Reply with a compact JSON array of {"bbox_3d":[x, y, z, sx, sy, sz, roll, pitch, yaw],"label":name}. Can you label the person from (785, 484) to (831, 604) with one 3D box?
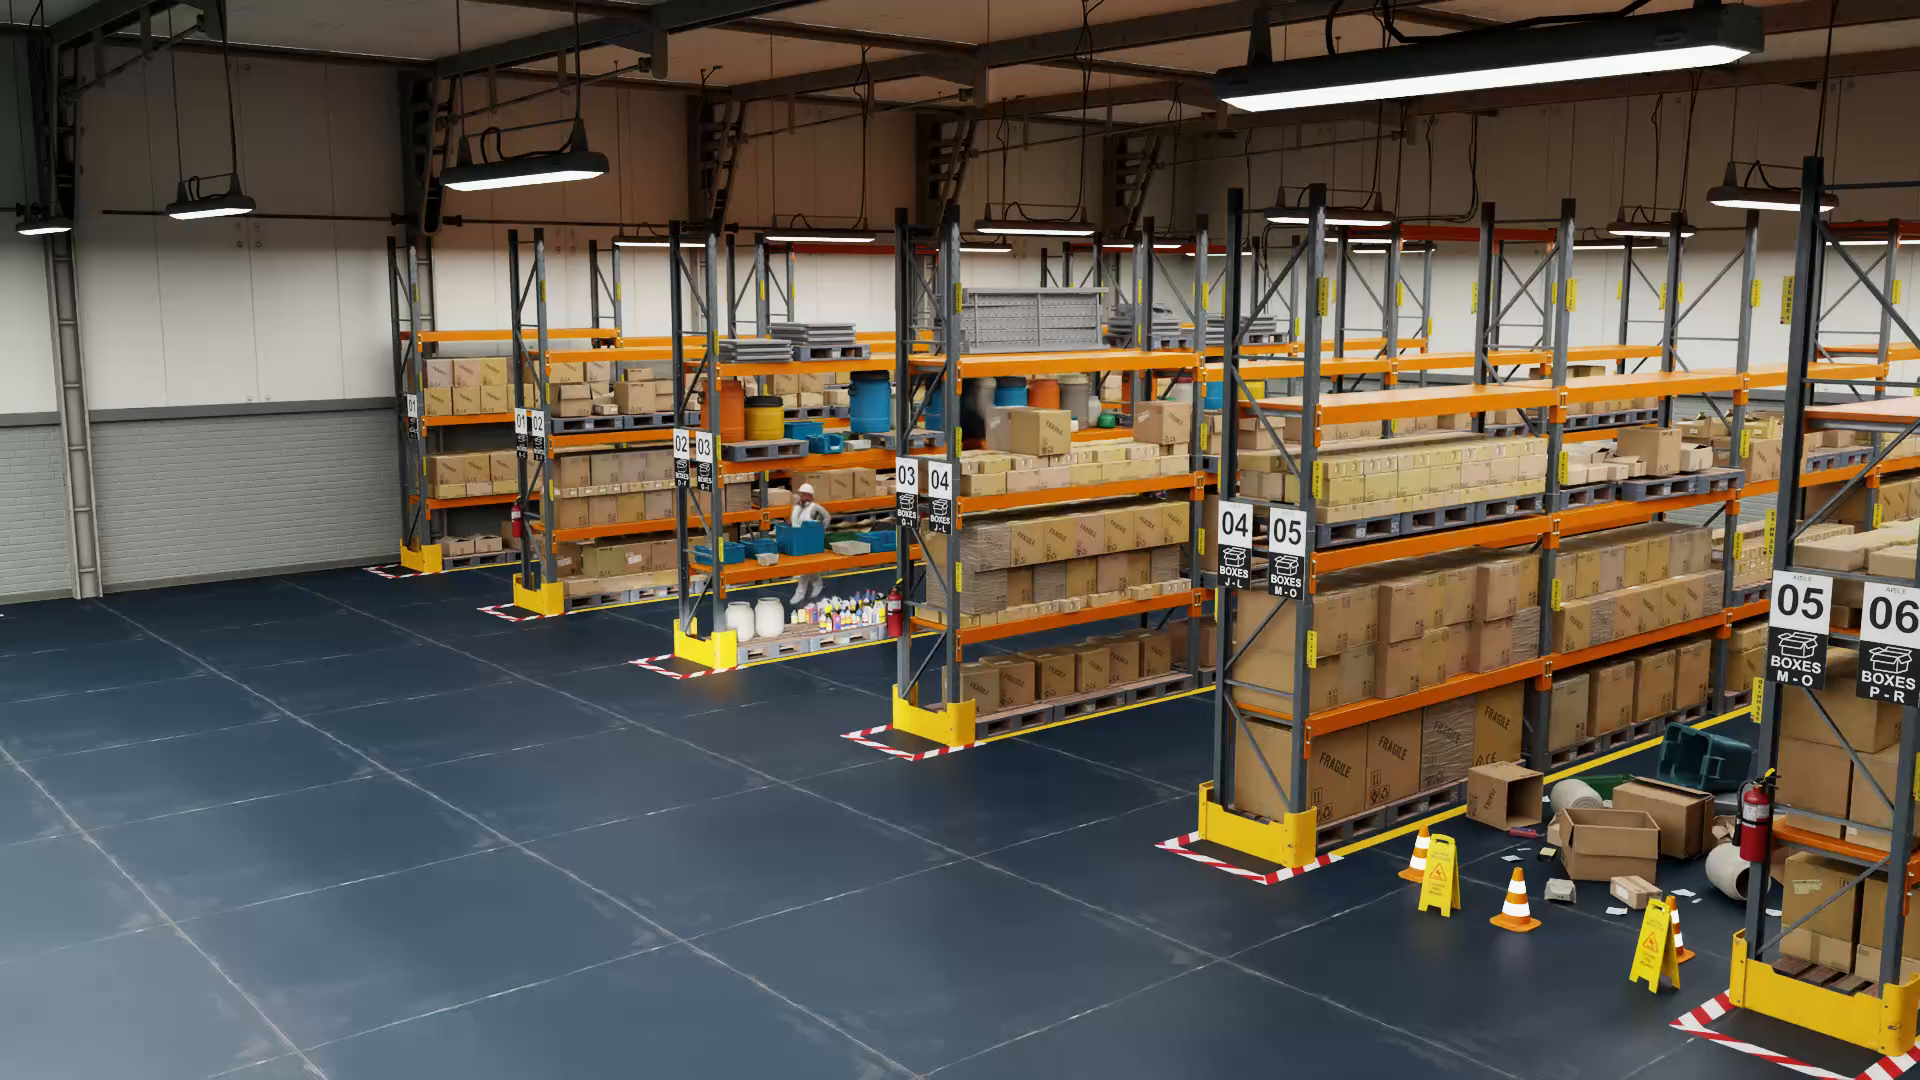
[{"bbox_3d":[-2.394,0.036,25.681,0.652,1.811,0.839,7,11,39],"label":"person"}]
